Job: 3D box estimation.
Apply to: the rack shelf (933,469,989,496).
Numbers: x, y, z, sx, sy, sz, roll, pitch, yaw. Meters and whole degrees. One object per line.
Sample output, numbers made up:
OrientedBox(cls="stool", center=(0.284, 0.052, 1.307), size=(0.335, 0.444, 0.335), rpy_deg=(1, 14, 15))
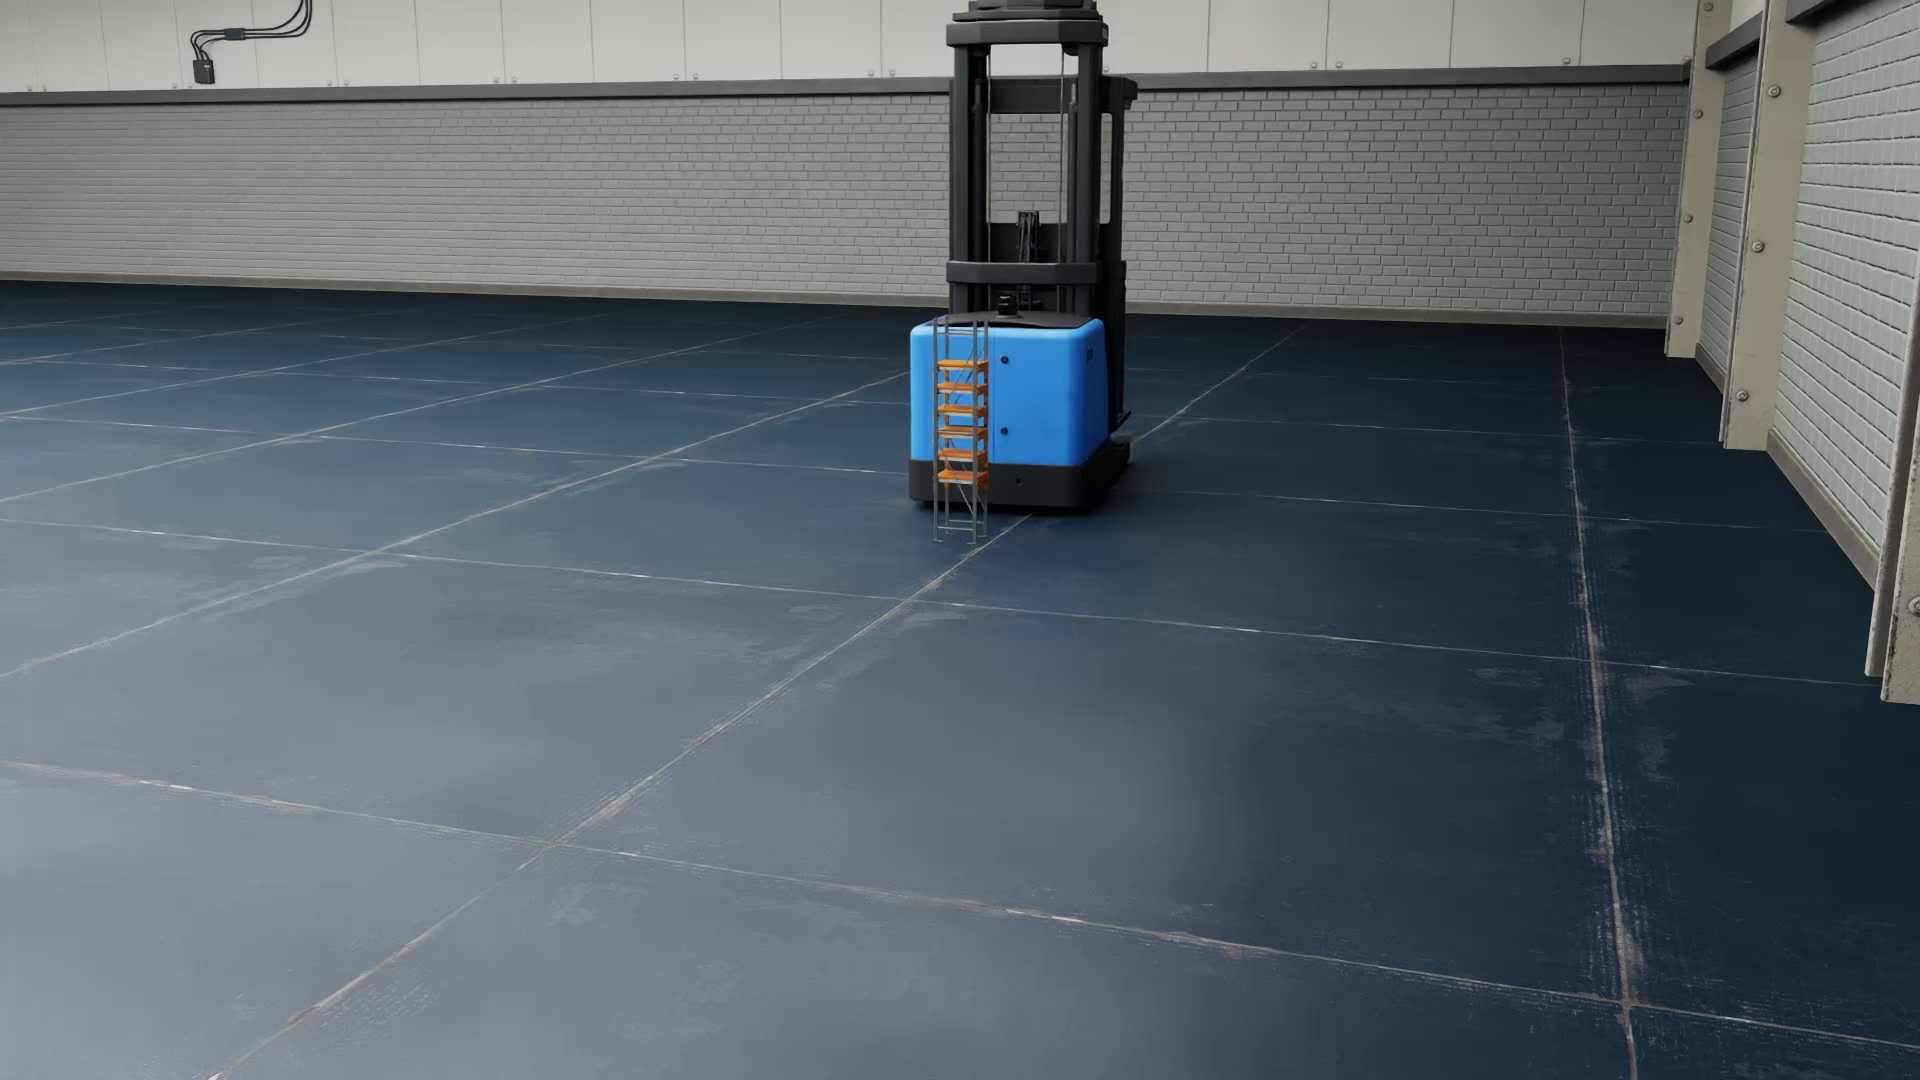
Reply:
OrientedBox(cls="rack shelf", center=(0.005, -0.311, 8.931), size=(0.258, 0.103, 0.180), rpy_deg=(4, 14, 18))

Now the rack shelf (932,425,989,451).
OrientedBox(cls="rack shelf", center=(0.005, -0.545, 8.878), size=(0.258, 0.103, 0.180), rpy_deg=(4, 14, 18))

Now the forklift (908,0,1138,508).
OrientedBox(cls="forklift", center=(0.527, -1.894, 10.700), size=(1.130, 2.935, 3.031), rpy_deg=(3, 13, 12))

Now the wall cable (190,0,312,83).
OrientedBox(cls="wall cable", center=(-11.029, -10.097, 25.360), size=(2.305, 6.003, 0.169), rpy_deg=(4, 14, 18))

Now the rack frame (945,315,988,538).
OrientedBox(cls="rack frame", center=(0.034, -0.607, 8.952), size=(0.240, 1.200, 0.006), rpy_deg=(4, 14, 18))

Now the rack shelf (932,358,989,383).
OrientedBox(cls="rack shelf", center=(0.005, -0.896, 8.798), size=(0.258, 0.103, 0.180), rpy_deg=(4, 14, 18))

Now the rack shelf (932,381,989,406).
OrientedBox(cls="rack shelf", center=(0.005, -0.779, 8.824), size=(0.258, 0.103, 0.180), rpy_deg=(4, 14, 18))

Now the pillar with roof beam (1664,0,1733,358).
OrientedBox(cls="pillar with roof beam", center=(3.521, -6.643, 17.868), size=(9.100, 9.000, 0.400), rpy_deg=(4, 14, 18))

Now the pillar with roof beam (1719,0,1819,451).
OrientedBox(cls="pillar with roof beam", center=(1.580, -5.379, 12.333), size=(9.100, 9.000, 0.400), rpy_deg=(4, 14, 18))

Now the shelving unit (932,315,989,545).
OrientedBox(cls="shelving unit", center=(0.005, -0.588, 8.868), size=(0.258, 1.200, 0.189), rpy_deg=(4, 14, 18))

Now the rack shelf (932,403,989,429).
OrientedBox(cls="rack shelf", center=(0.005, -0.662, 8.851), size=(0.258, 0.103, 0.180), rpy_deg=(4, 14, 18))

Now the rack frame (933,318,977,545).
OrientedBox(cls="rack frame", center=(-0.025, -0.569, 8.783), size=(0.240, 1.200, 0.006), rpy_deg=(4, 14, 18))

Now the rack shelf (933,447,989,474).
OrientedBox(cls="rack shelf", center=(0.005, -0.428, 8.904), size=(0.258, 0.103, 0.180), rpy_deg=(4, 14, 18))

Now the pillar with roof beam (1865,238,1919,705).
OrientedBox(cls="pillar with roof beam", center=(-0.362, -4.116, 6.798), size=(9.100, 9.000, 0.400), rpy_deg=(4, 14, 18))
